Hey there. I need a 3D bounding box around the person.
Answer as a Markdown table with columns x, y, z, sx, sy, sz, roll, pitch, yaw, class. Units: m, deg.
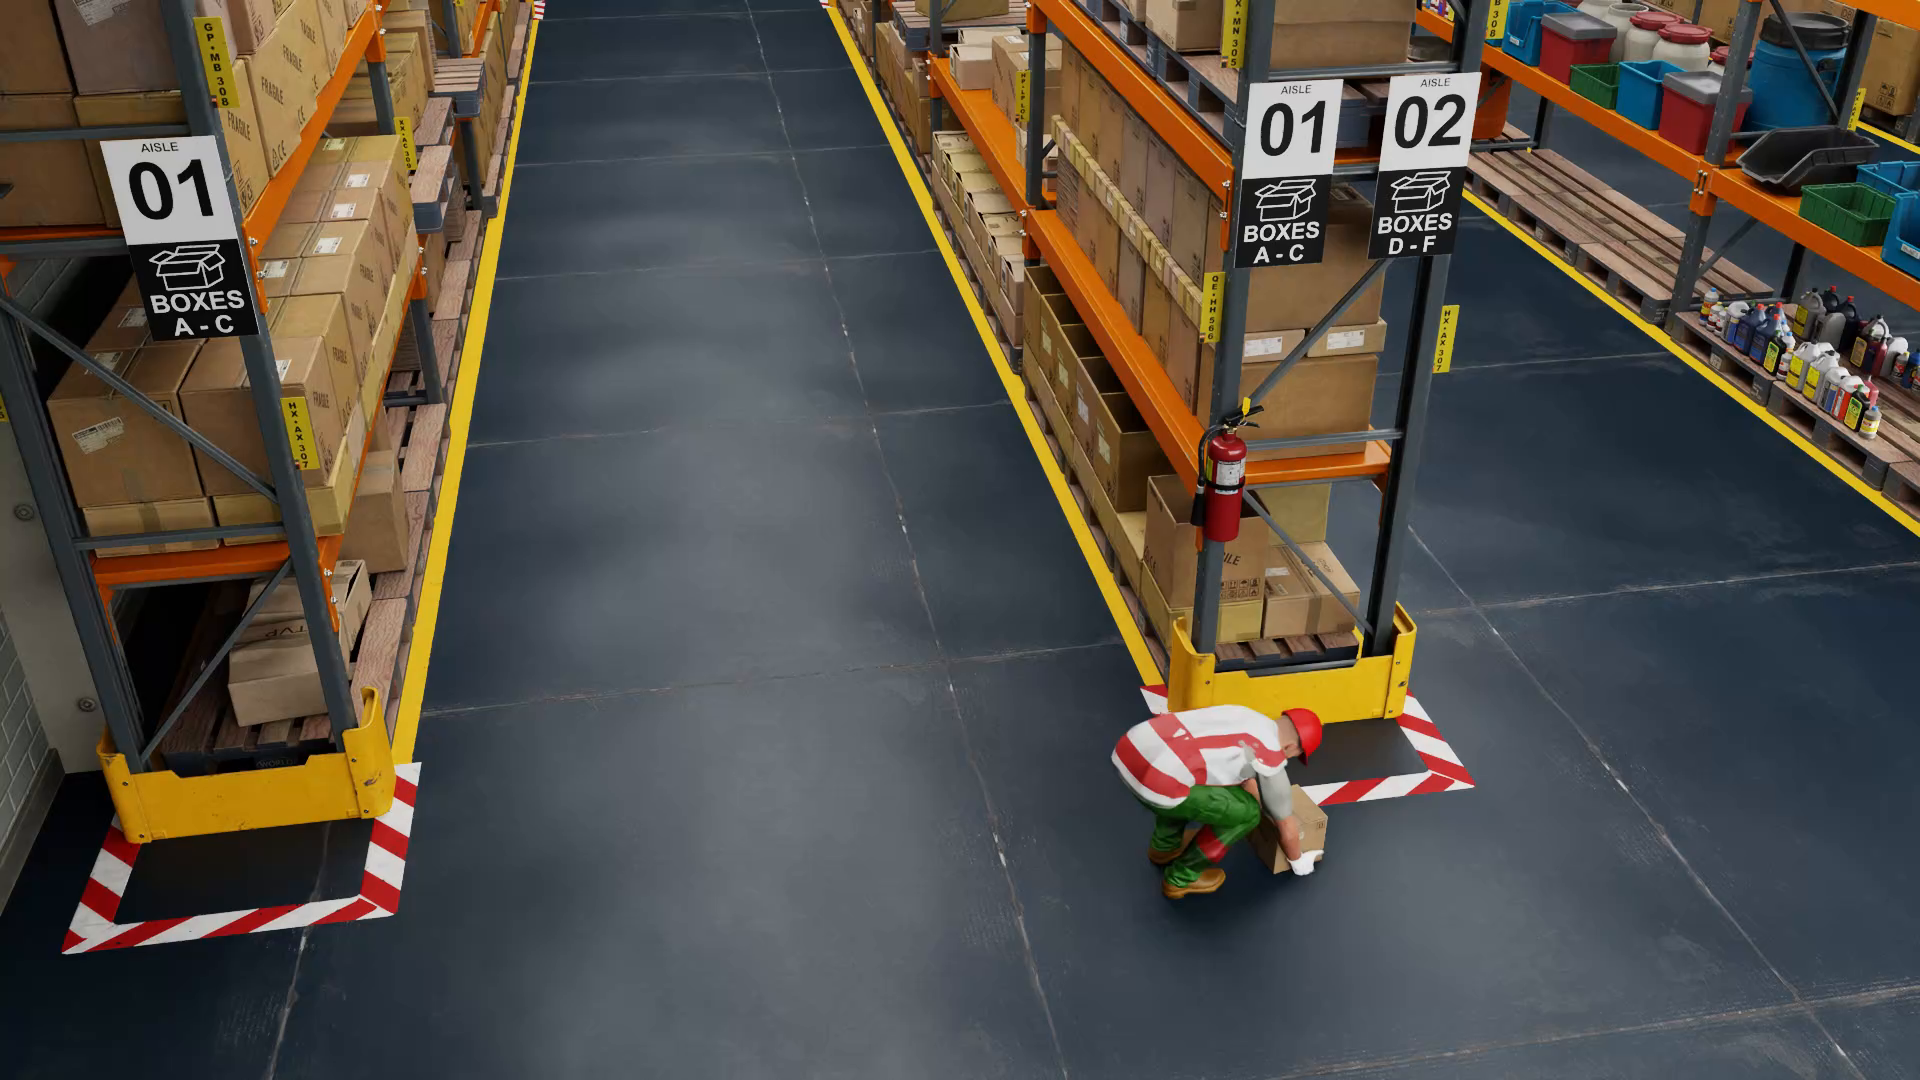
| x | y | z | sx | sy | sz | roll | pitch | yaw | class |
| --- | --- | --- | --- | --- | --- | --- | --- | --- | --- |
| 1.121 | 1.087 | 7.237 | 0.967 | 0.854 | 0.529 | -13 | 33 | -21 | person |
